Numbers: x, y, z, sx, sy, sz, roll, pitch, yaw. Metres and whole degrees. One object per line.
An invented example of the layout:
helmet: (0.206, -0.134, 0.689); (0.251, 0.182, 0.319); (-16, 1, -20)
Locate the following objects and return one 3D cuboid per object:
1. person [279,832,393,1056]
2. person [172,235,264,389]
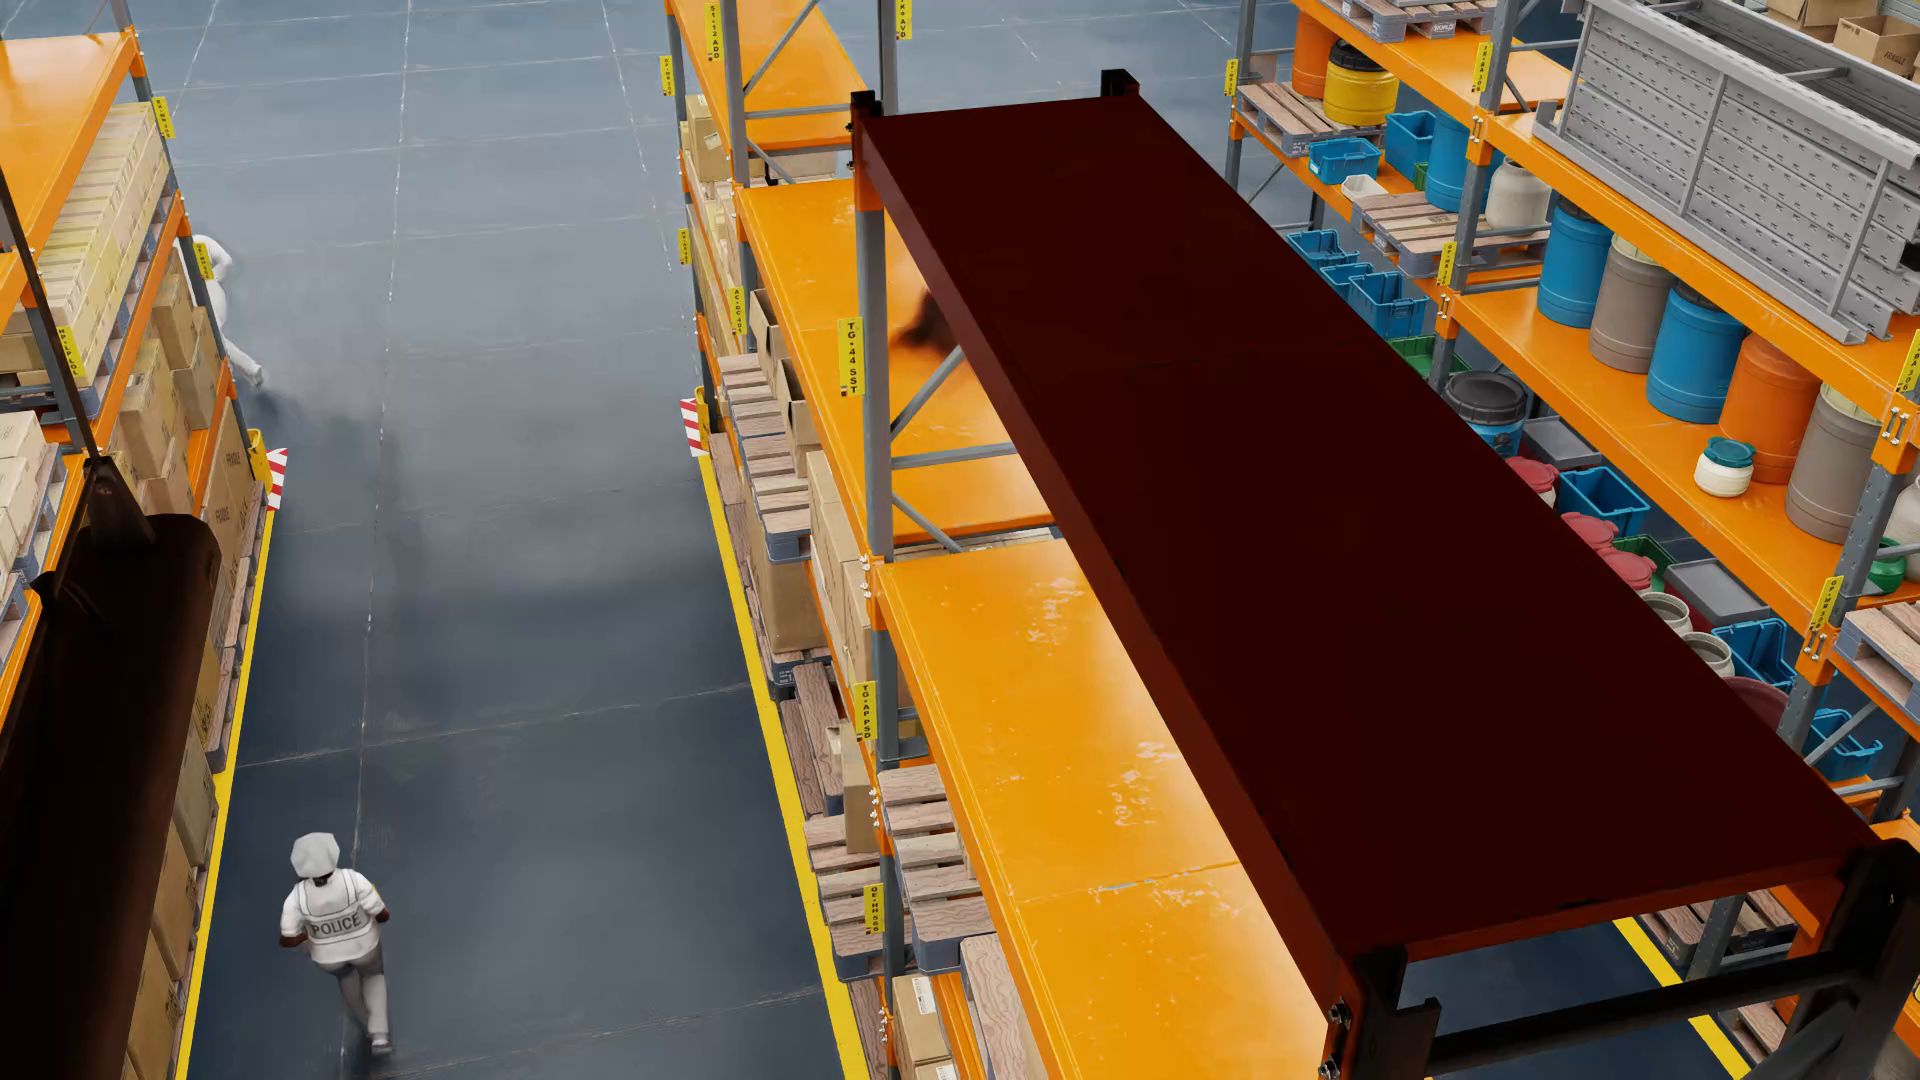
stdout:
person: (-3.441, 2.296, 9.290); (0.578, 1.670, 0.669); (-11, 36, -16)
person: (-7.116, -2.176, 15.783); (0.930, 1.765, 0.722); (25, 42, 32)
